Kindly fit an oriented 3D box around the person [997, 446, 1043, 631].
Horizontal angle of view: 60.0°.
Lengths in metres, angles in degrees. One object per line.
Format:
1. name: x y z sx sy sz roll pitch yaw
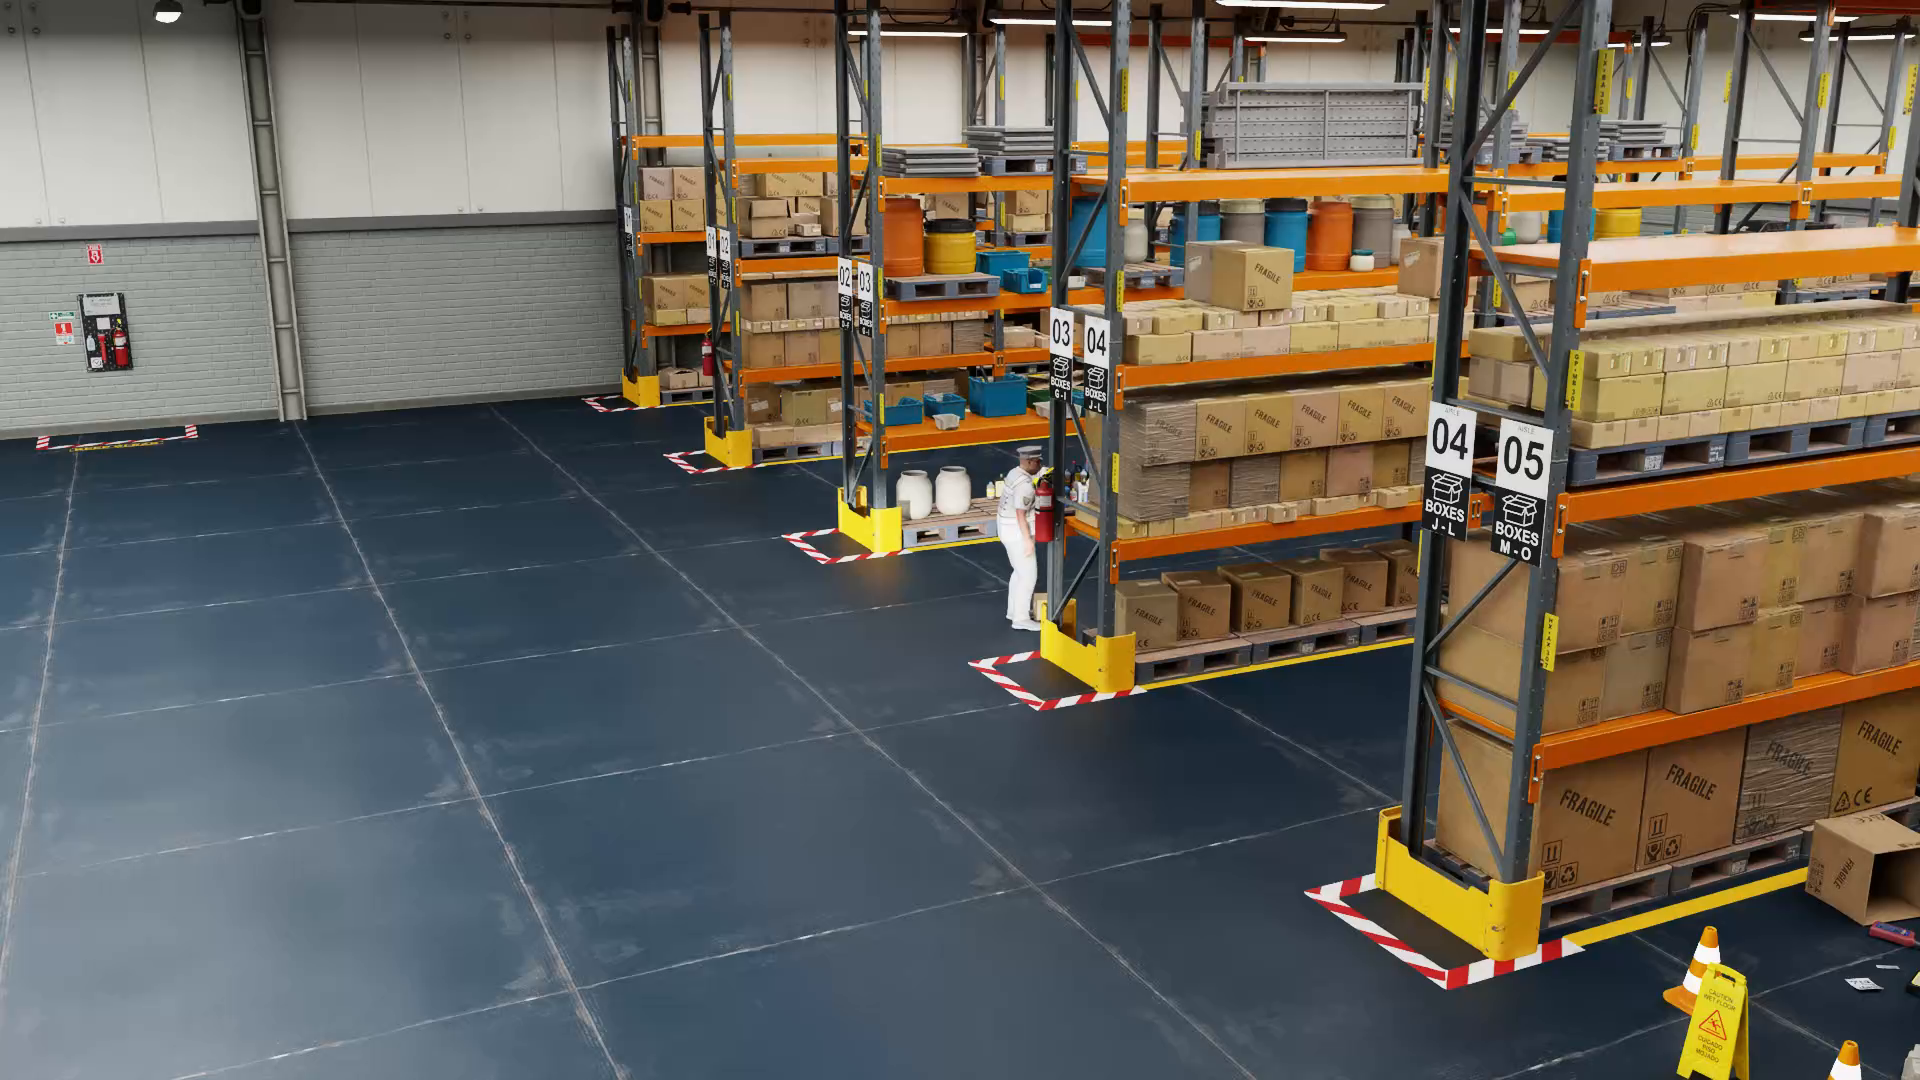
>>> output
1. person: 0.583 -0.041 15.974 0.438 1.747 0.584 -2 15 -7
